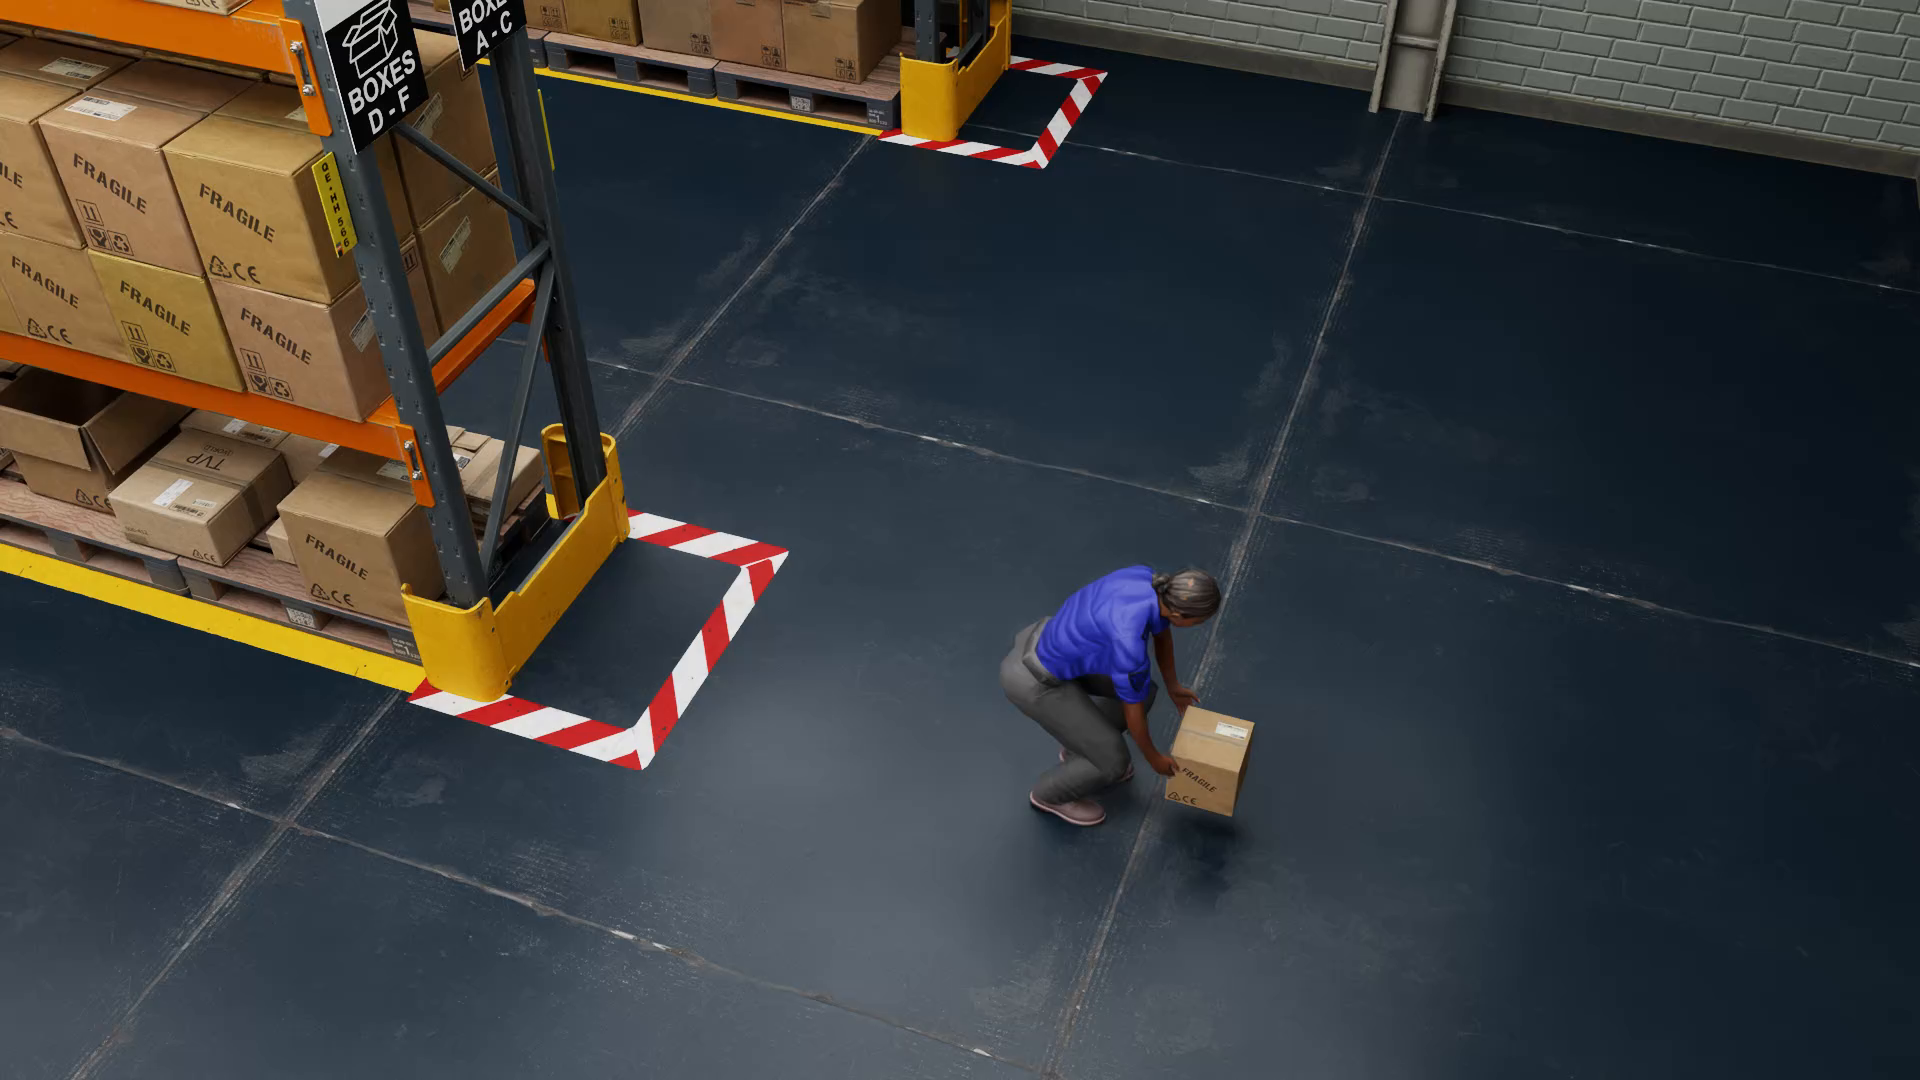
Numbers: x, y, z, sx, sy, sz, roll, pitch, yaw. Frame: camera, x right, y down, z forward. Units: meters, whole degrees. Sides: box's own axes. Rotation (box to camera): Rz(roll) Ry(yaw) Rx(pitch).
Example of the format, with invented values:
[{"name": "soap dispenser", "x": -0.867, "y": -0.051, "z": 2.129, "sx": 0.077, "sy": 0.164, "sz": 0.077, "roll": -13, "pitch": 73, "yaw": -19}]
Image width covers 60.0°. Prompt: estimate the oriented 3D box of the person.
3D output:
[{"name": "person", "x": 0.525, "y": 0.501, "z": 5.975, "sx": 0.726, "sy": 1.168, "sz": 0.501, "roll": 14, "pitch": 44, "yaw": 15}]
